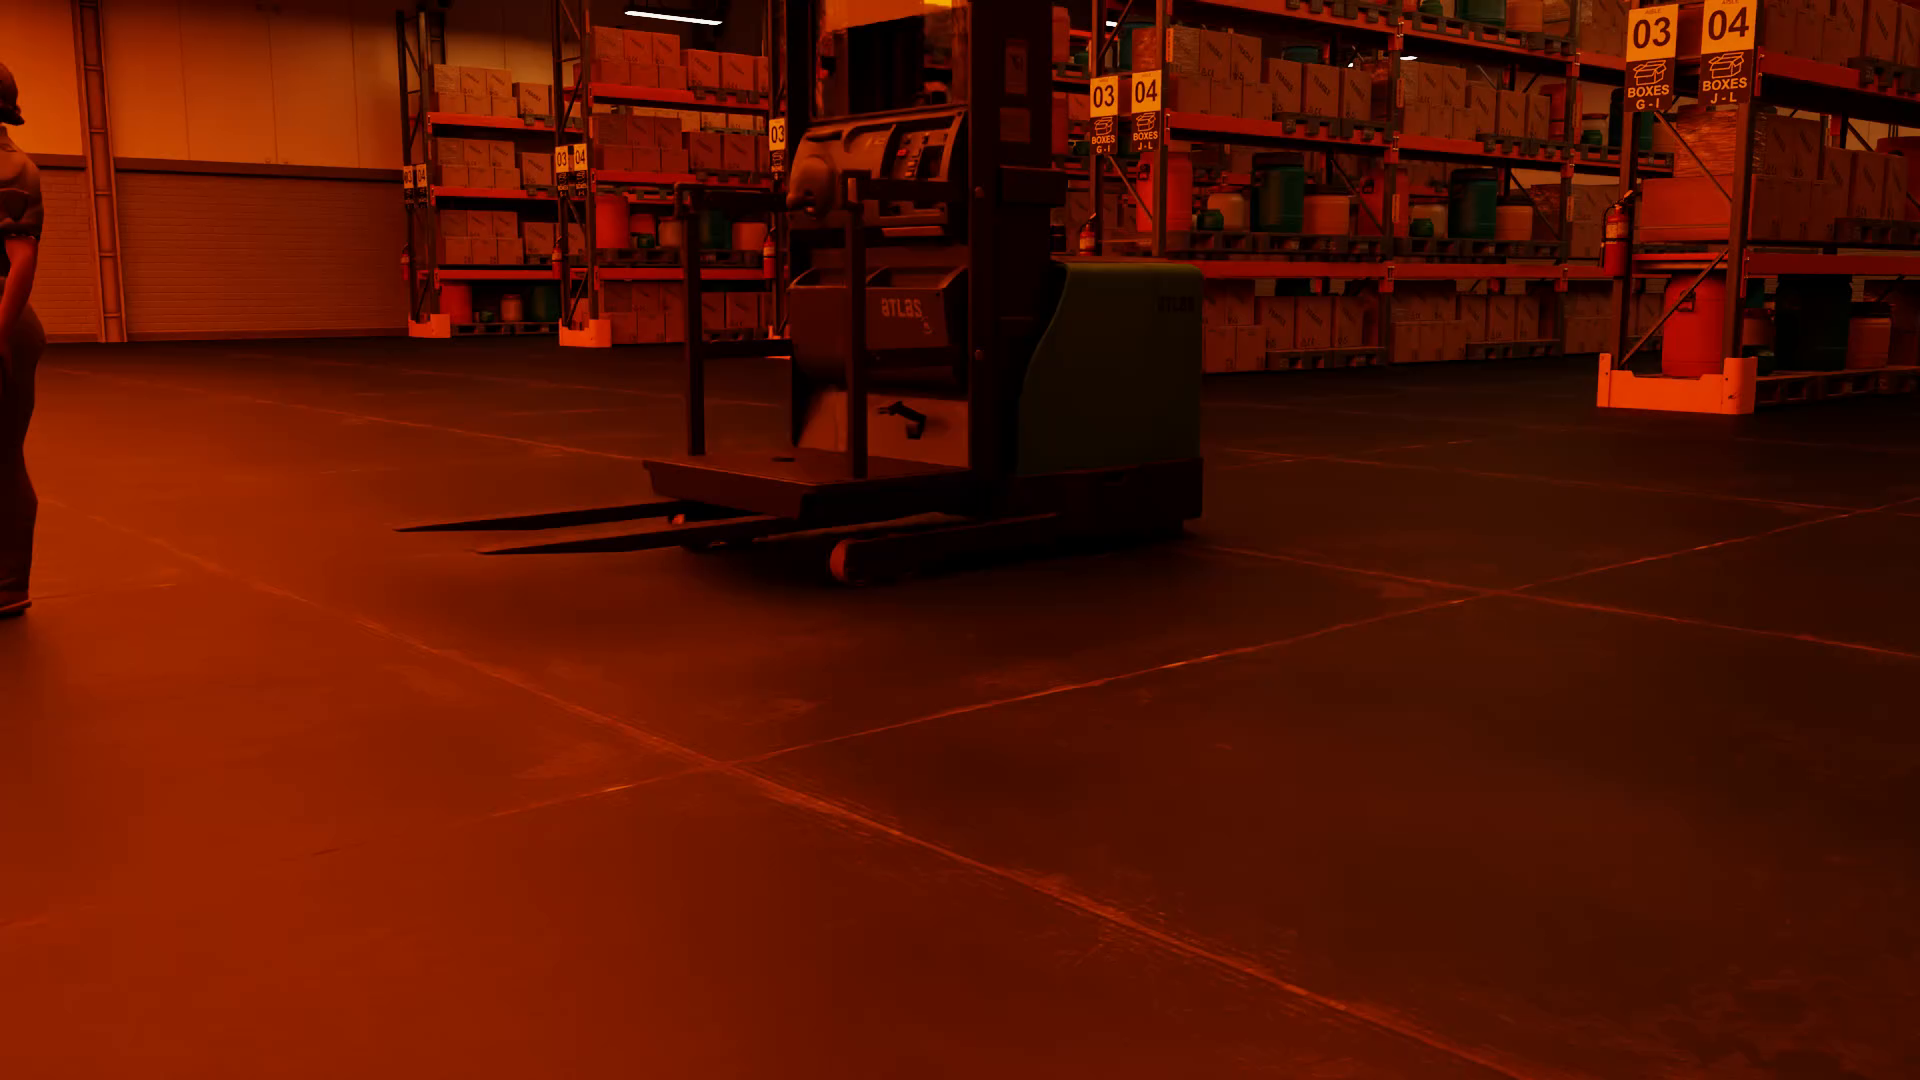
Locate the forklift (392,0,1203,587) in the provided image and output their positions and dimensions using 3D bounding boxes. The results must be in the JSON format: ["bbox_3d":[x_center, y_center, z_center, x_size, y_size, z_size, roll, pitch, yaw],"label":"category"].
[{"bbox_3d":[-0.468,-1.382,5.886,3.031,2.935,1.130,-8,12,-41],"label":"forklift"}]

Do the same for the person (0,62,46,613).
[{"bbox_3d":[-2.980,-0.590,4.932,0.551,1.662,0.483,8,12,42],"label":"person"}]
